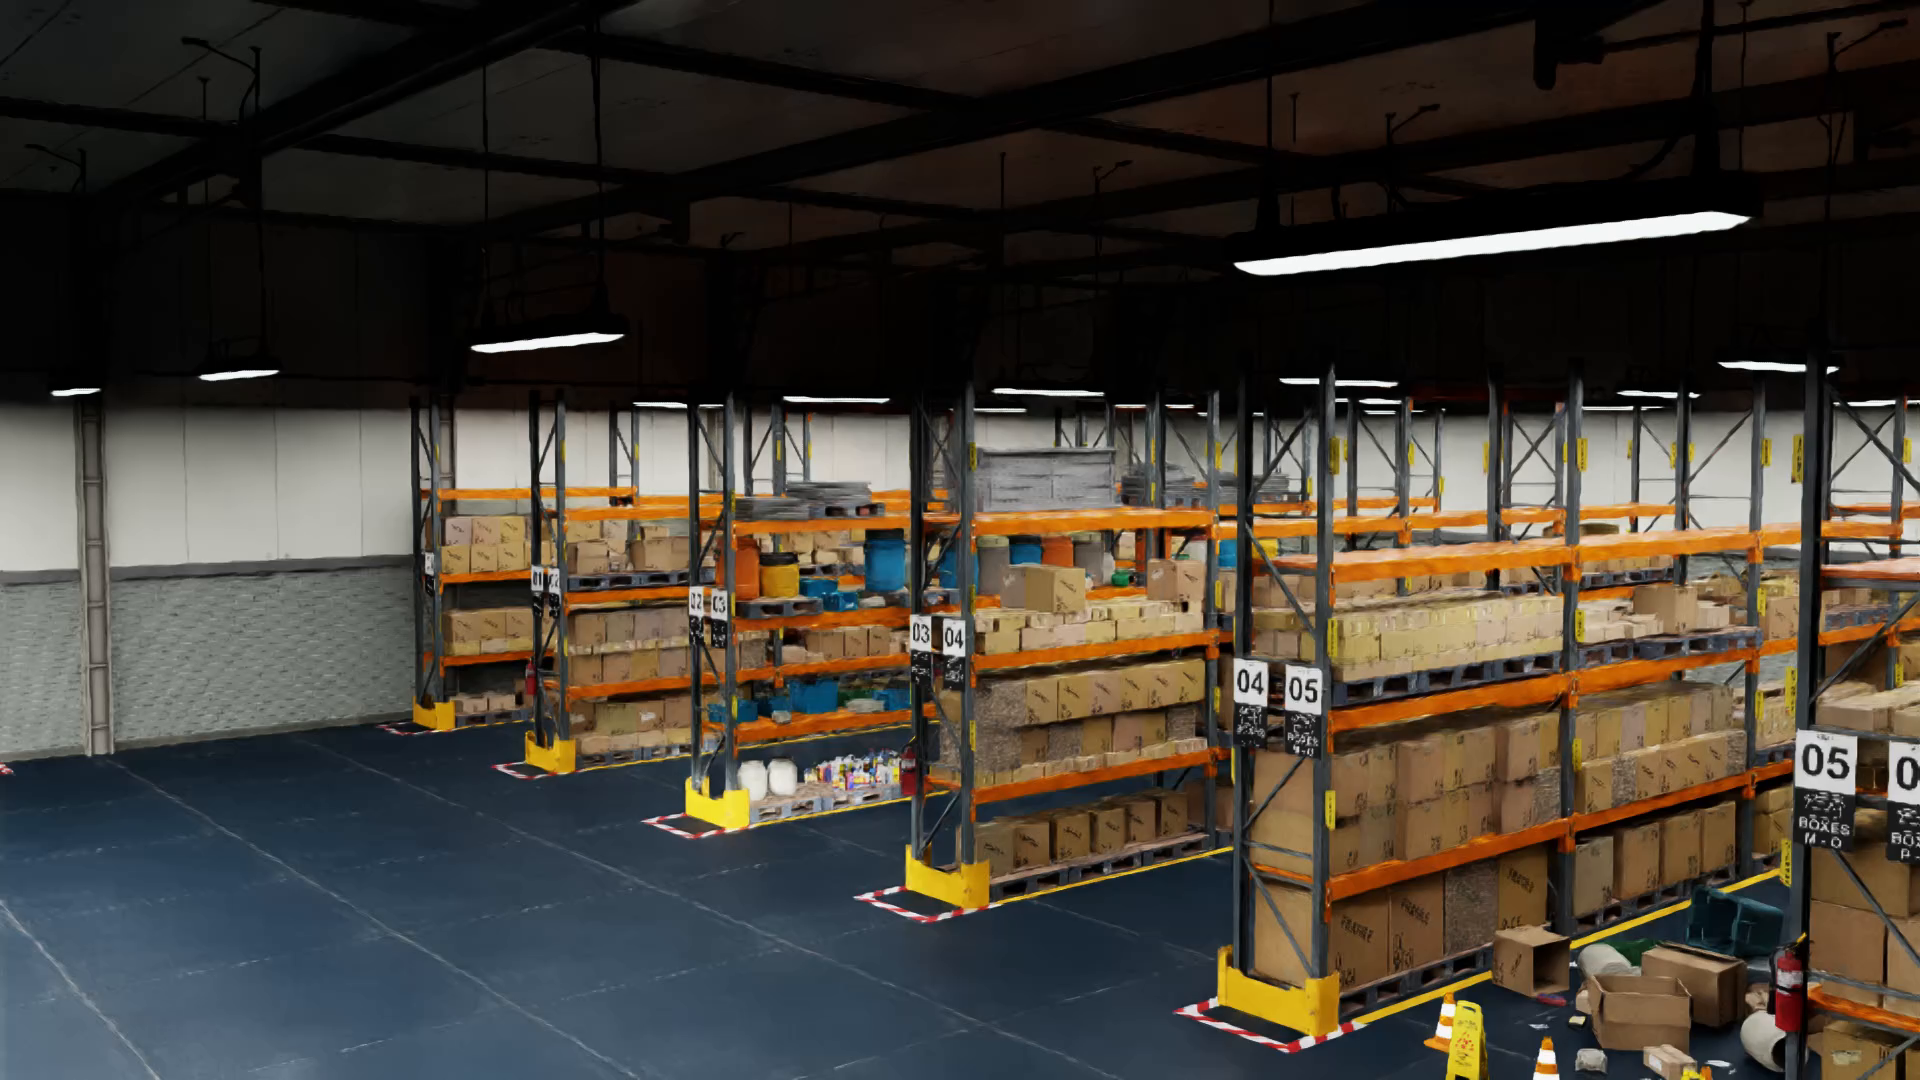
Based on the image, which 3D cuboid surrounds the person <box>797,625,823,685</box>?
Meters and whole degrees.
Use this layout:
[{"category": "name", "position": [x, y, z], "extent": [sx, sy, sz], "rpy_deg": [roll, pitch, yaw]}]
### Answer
[{"category": "person", "position": [-2.926, 2.433, 31.532], "extent": [1.175, 1.696, 0.599], "rpy_deg": [-2, 4, -36]}]
